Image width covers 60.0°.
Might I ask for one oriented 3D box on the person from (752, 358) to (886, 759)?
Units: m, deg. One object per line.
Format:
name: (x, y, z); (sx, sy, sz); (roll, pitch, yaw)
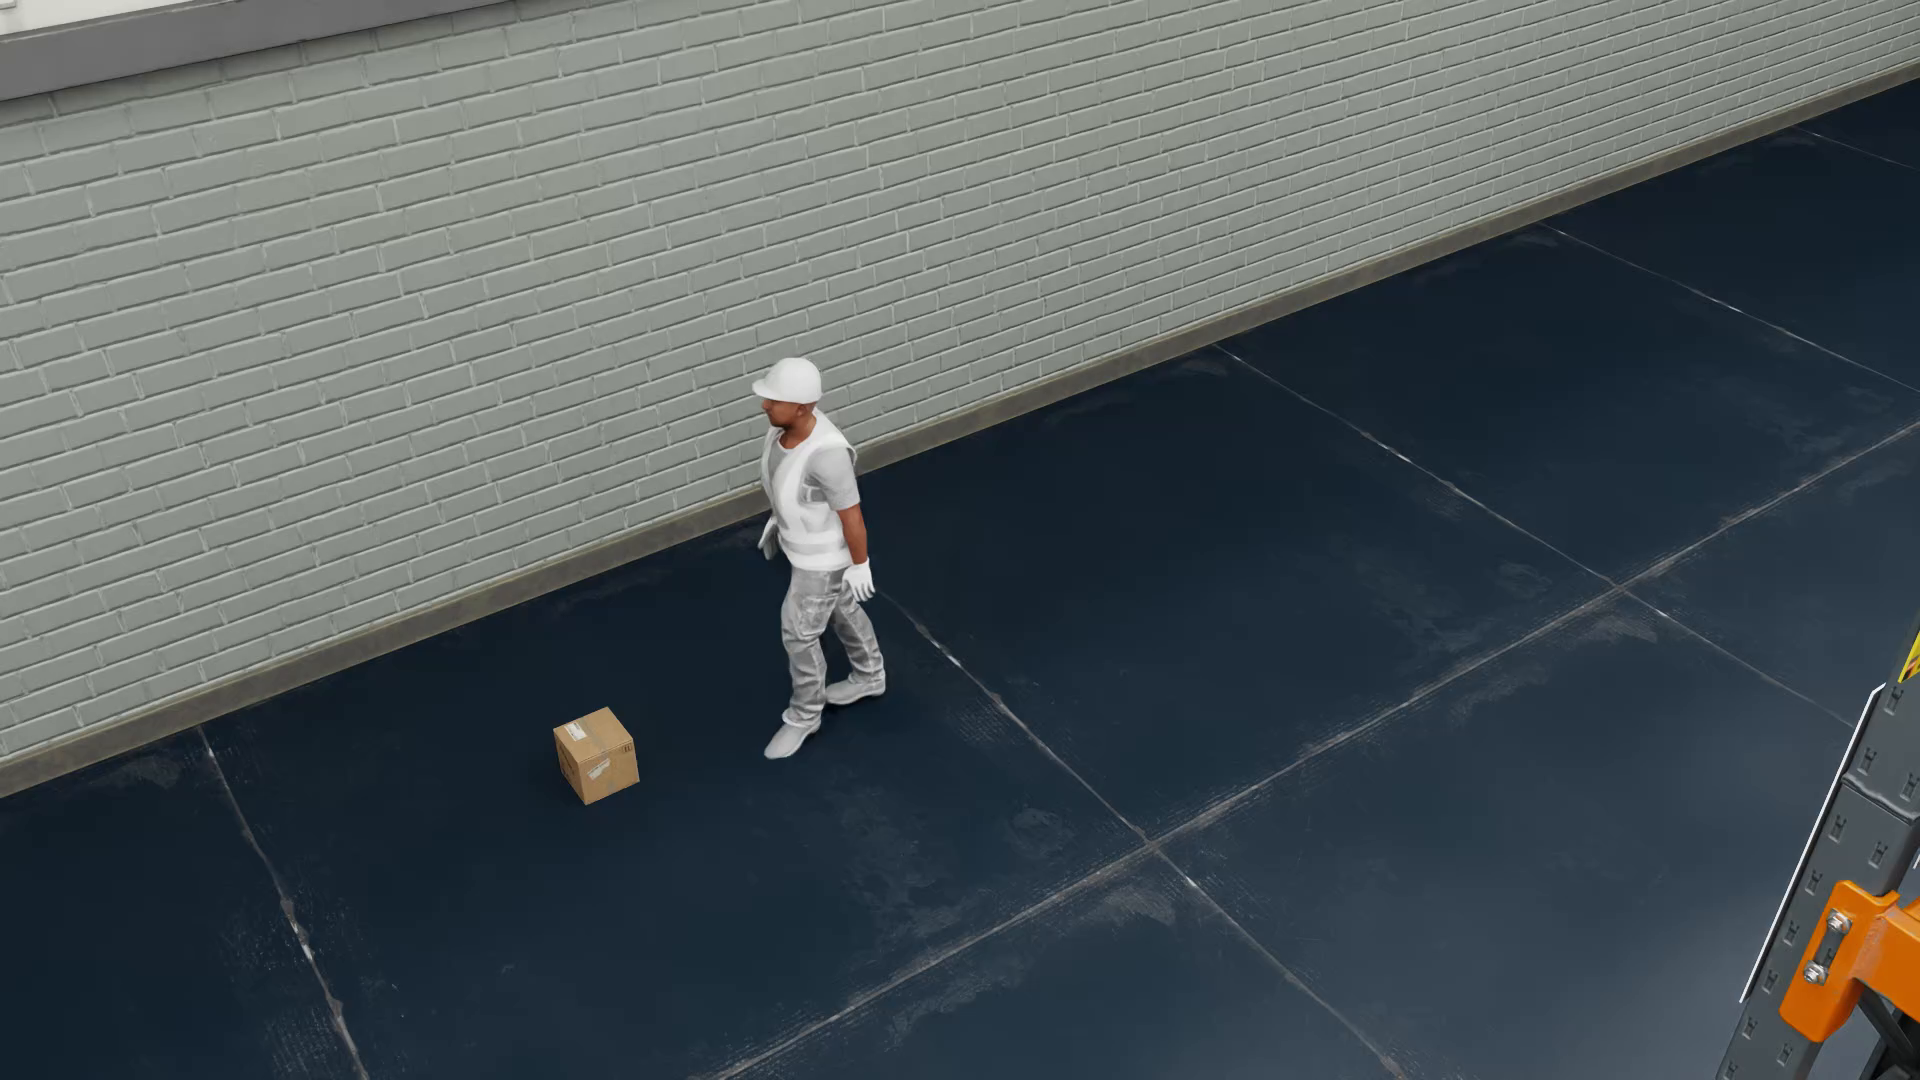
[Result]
person: (-0.629, 0.046, 6.934); (0.628, 1.823, 0.570); (-13, 38, -17)
